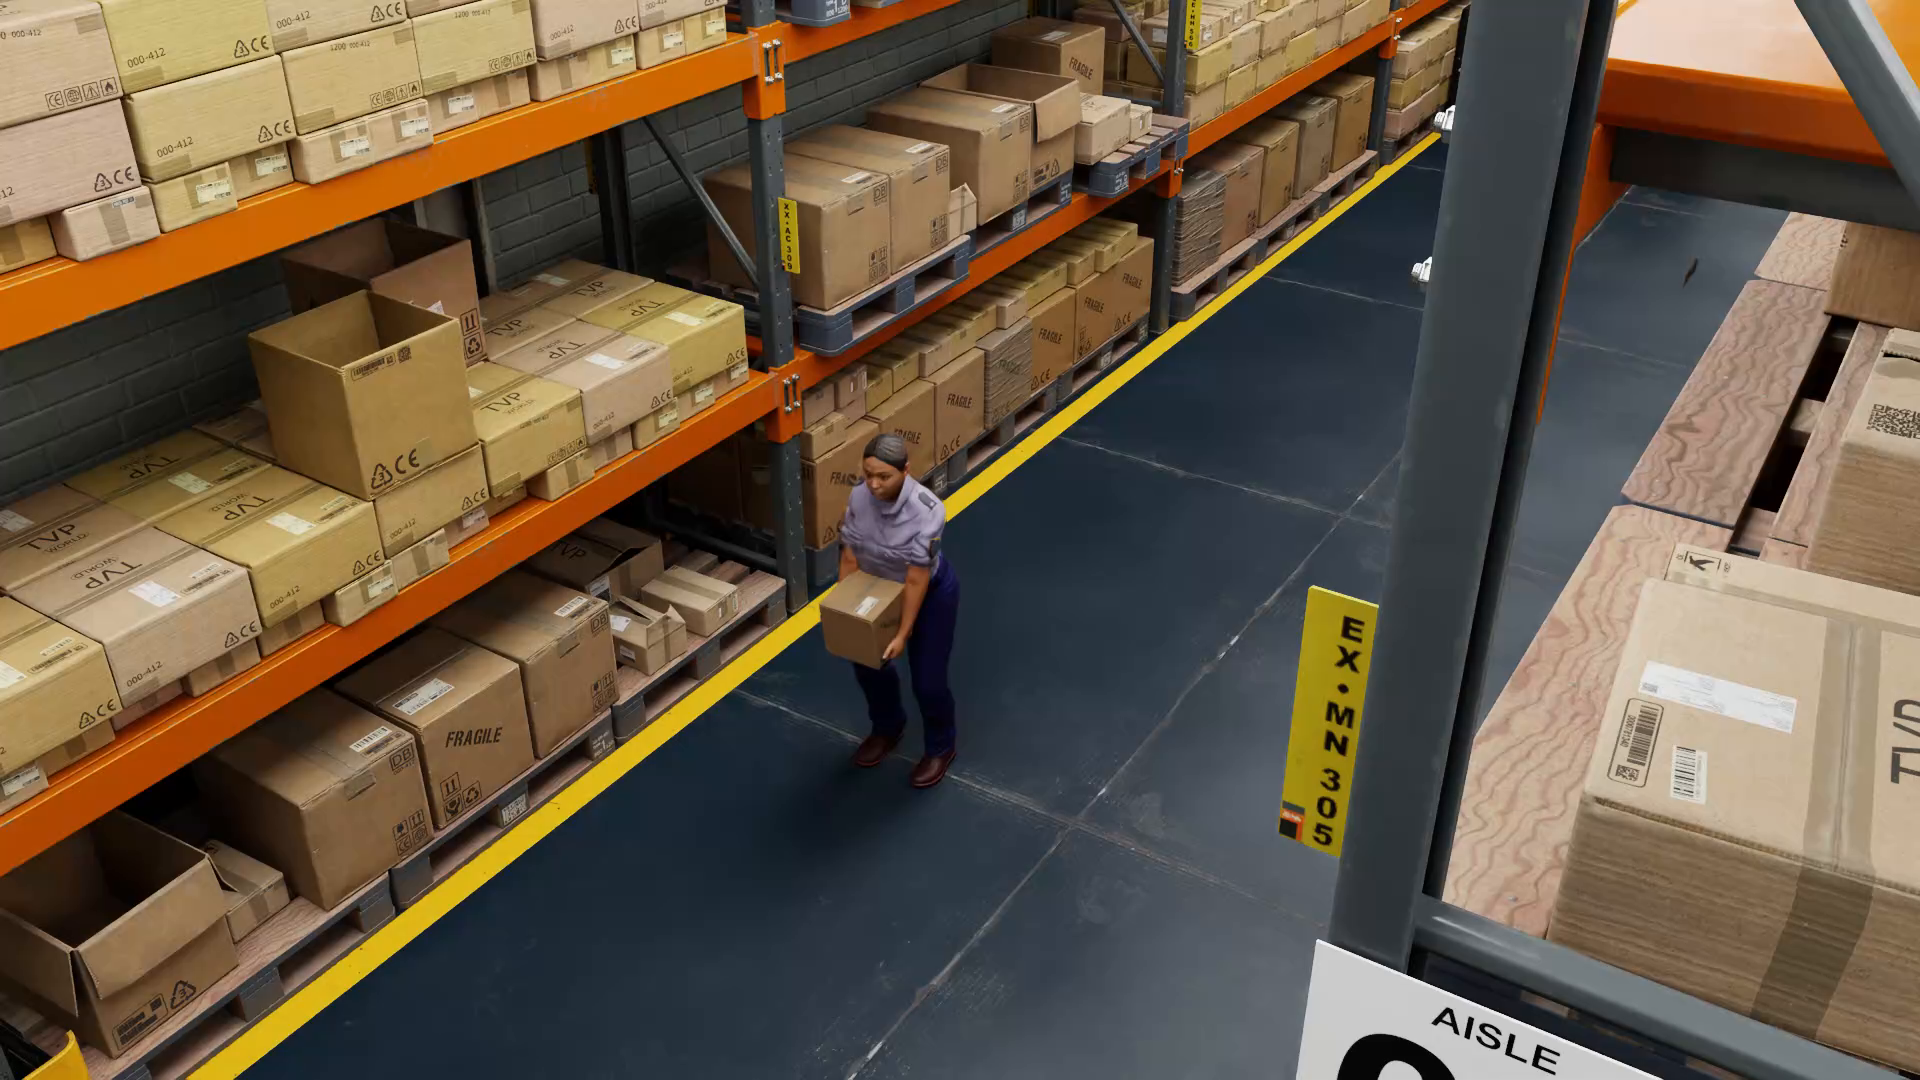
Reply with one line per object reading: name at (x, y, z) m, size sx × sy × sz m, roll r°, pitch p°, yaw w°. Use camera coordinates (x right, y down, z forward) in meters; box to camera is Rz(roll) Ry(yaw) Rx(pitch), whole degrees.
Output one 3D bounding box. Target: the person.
person at (-0.259, 0.279, 6.708) m, size 0.435 × 1.625 × 0.558 m, roll 17°, pitch 35°, yaw 26°
